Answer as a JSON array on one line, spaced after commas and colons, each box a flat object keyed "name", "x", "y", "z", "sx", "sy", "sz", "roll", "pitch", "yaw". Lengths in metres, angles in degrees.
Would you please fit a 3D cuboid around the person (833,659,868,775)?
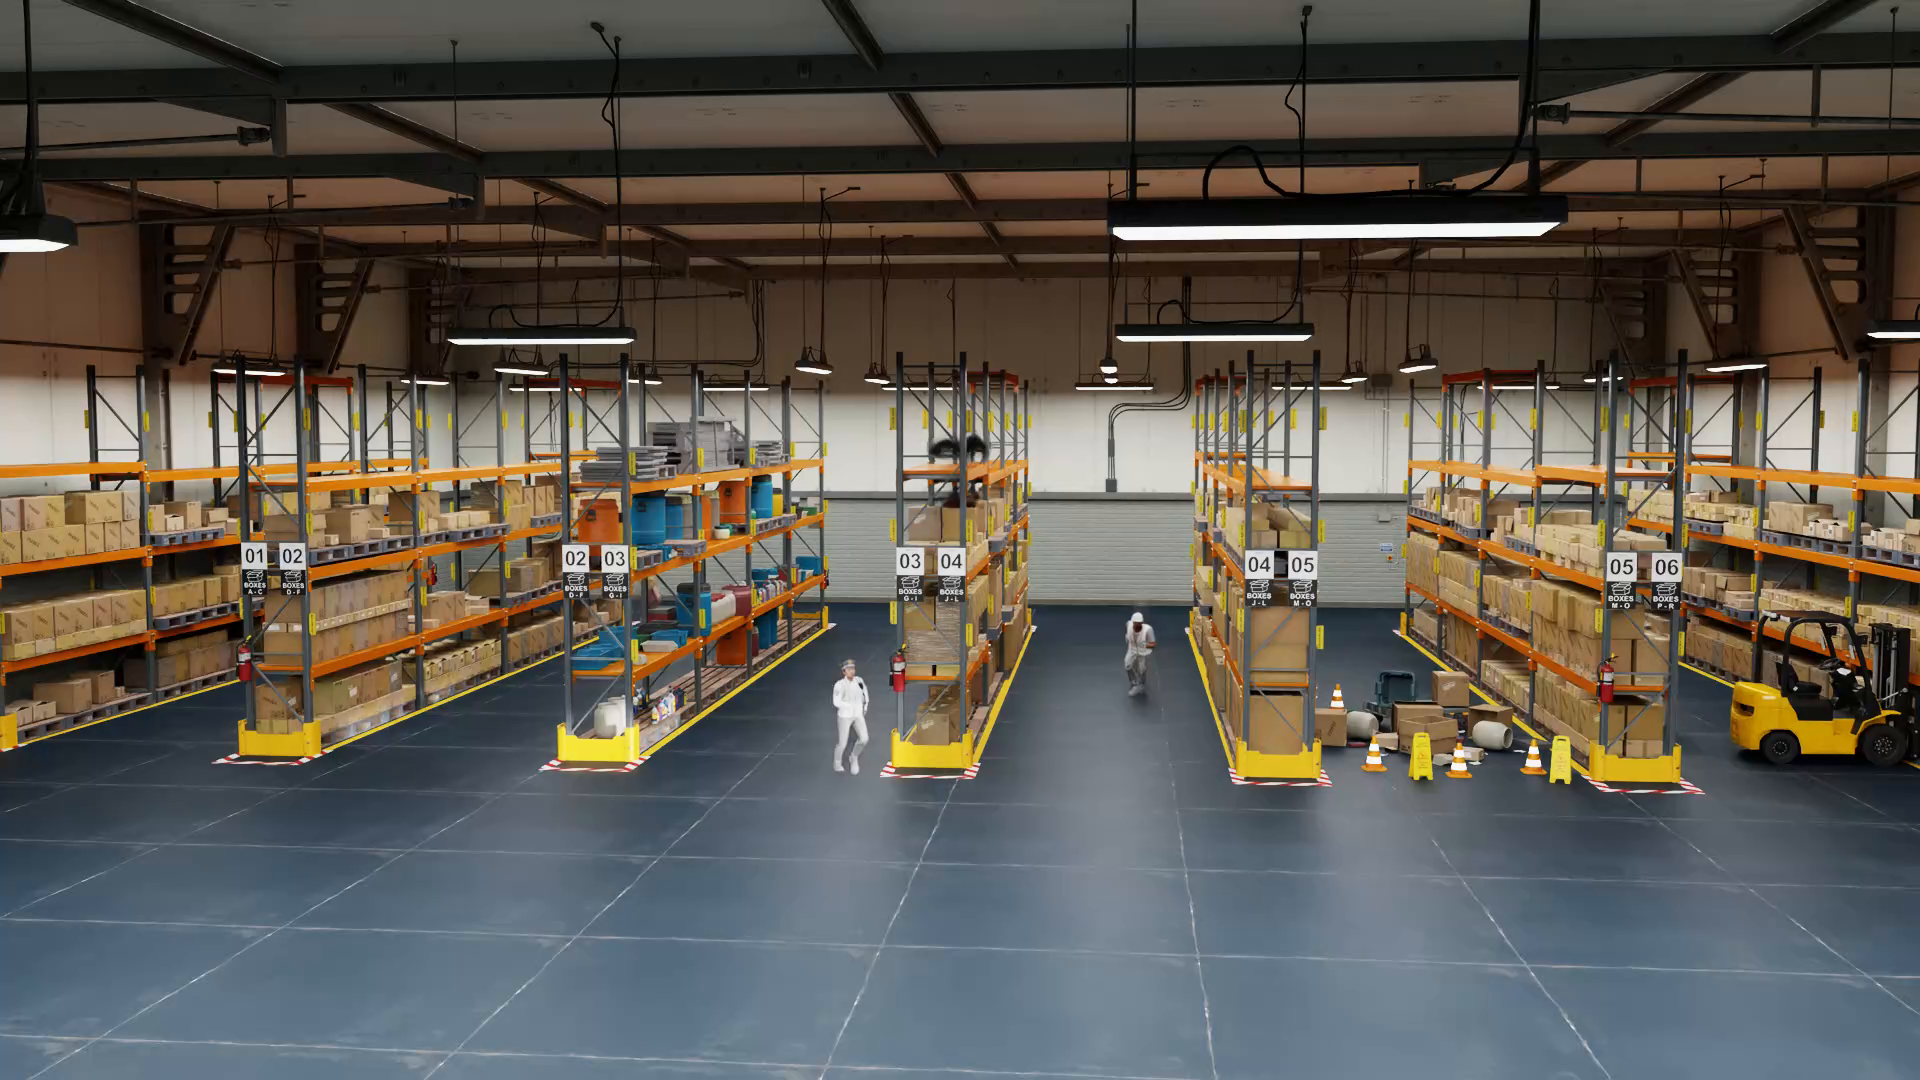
[{"name": "person", "x": -1.522, "y": 2.486, "z": 23.426, "sx": 0.611, "sy": 1.646, "sz": 0.805, "roll": -2, "pitch": 4, "yaw": -24}]

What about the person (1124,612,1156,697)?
[{"name": "person", "x": 3.263, "y": 2.046, "z": 30.174, "sx": 0.685, "sy": 1.545, "sz": 1.145, "roll": 1, "pitch": 4, "yaw": 19}]

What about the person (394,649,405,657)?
[{"name": "person", "x": -11.434, "y": 1.859, "z": 33.745, "sx": 0.543, "sy": 1.493, "sz": 0.793, "roll": 0, "pitch": 4, "yaw": -6}]

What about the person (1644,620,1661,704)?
[{"name": "person", "x": 11.552, "y": 2.192, "z": 28.037, "sx": 0.574, "sy": 1.657, "sz": 0.956, "roll": 0, "pitch": 4, "yaw": -2}]

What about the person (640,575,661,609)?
[{"name": "person", "x": -7.782, "y": 1.222, "z": 41.655, "sx": 0.560, "sy": 1.675, "sz": 0.724, "roll": -3, "pitch": 5, "yaw": -35}]
